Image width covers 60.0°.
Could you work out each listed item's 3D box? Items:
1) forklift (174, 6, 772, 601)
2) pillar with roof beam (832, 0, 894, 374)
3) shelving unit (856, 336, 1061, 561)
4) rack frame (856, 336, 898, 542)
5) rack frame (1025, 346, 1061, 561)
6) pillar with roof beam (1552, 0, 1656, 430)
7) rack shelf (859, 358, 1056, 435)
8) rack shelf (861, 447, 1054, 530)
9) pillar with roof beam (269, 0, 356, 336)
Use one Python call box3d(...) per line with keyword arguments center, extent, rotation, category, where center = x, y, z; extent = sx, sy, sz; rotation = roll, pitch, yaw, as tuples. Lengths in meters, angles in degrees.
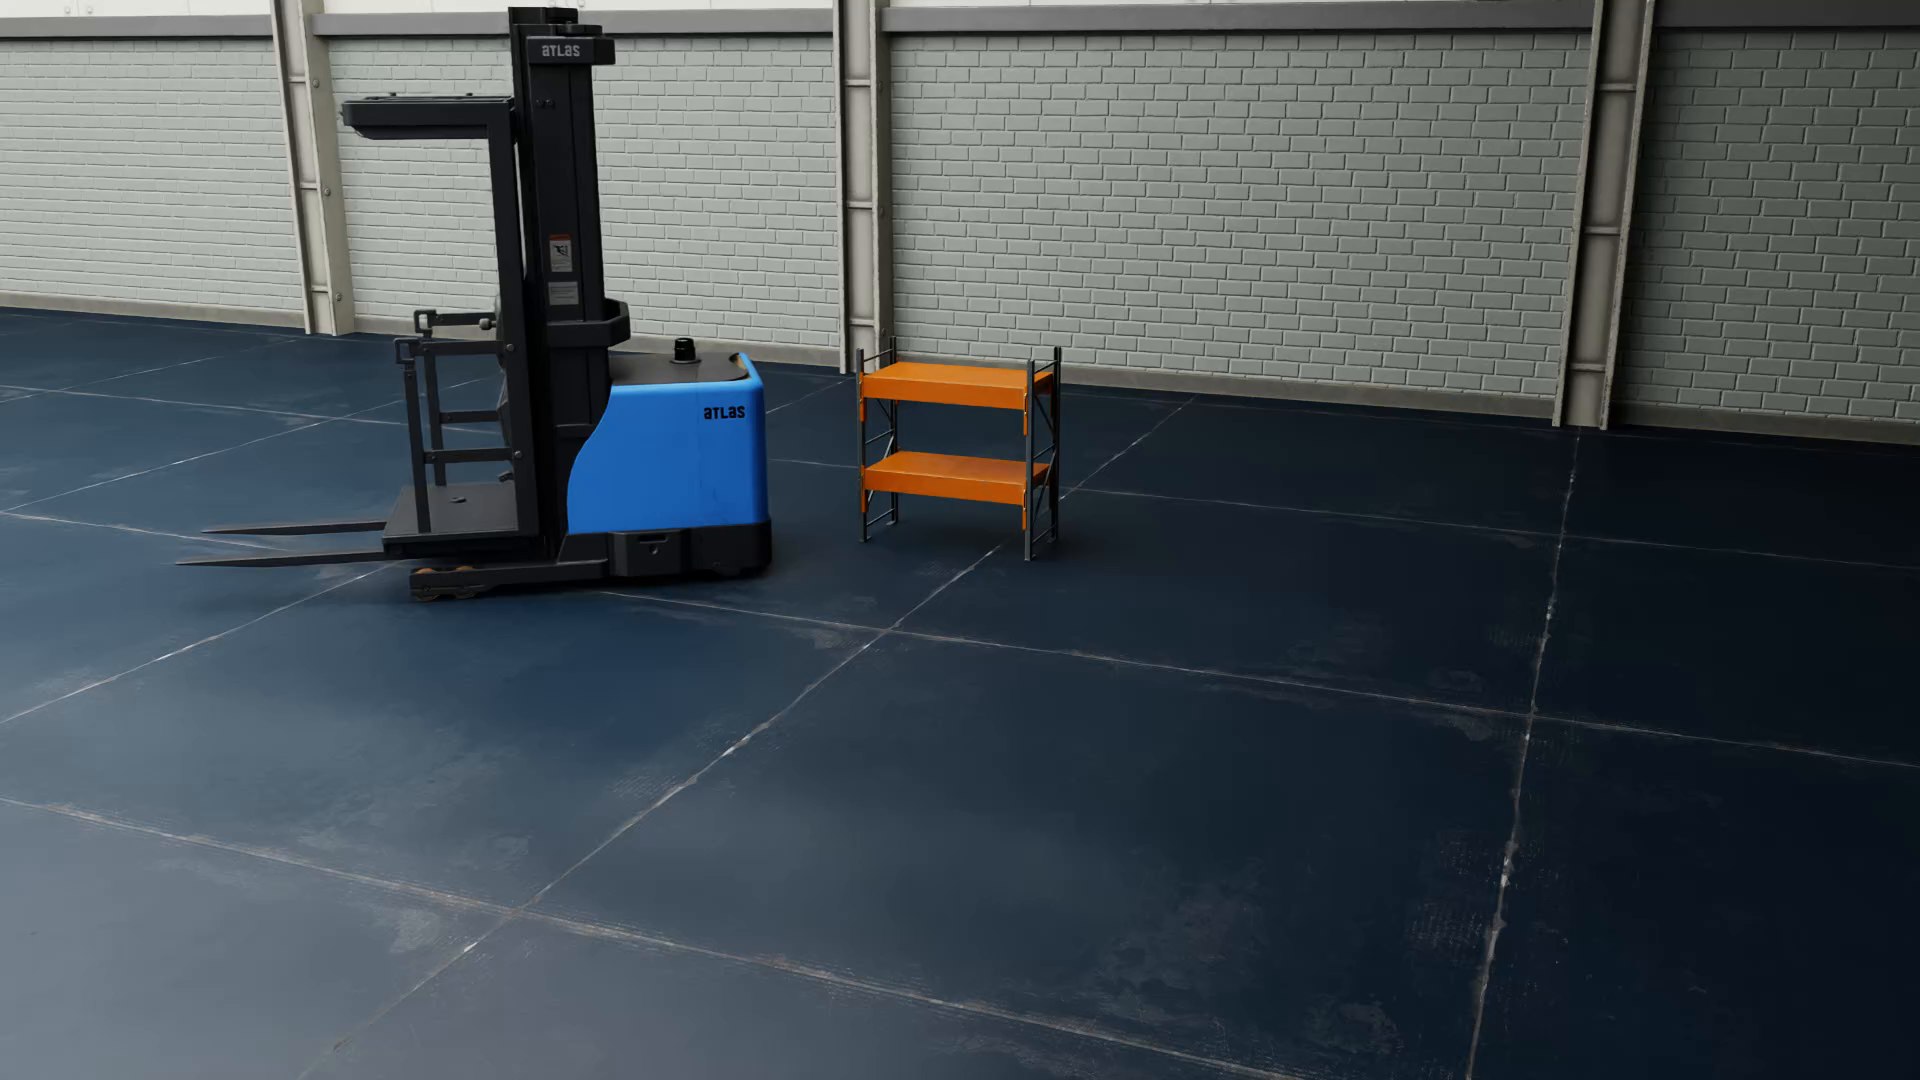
box3d(center=(-2.589, -1.253, 8.733), extent=(3.031, 2.935, 1.130), rotation=(-3, 17, -12), category="forklift")
box3d(center=(-2.408, -4.708, 9.749), extent=(0.400, 9.000, 9.100), rotation=(6, 17, 21), category="pillar with roof beam")
box3d(center=(-0.006, -0.541, 9.519), extent=(1.048, 1.125, 0.538), rotation=(6, 17, 21), category="shelving unit")
box3d(center=(-0.479, -0.593, 9.698), extent=(0.032, 1.125, 0.500), rotation=(6, 17, 21), category="rack frame")
box3d(center=(0.467, -0.489, 9.340), extent=(0.032, 1.125, 0.500), rotation=(6, 17, 21), category="rack frame")
box3d(center=(3.173, -4.094, 7.635), extent=(0.400, 9.000, 9.100), rotation=(6, 17, 21), category="pillar with roof beam")
box3d(center=(-0.006, -0.822, 9.438), extent=(1.000, 0.278, 0.538), rotation=(6, 17, 21), category="rack shelf")
box3d(center=(-0.006, -0.306, 9.587), extent=(1.000, 0.278, 0.538), rotation=(6, 17, 21), category="rack shelf")
box3d(center=(-7.990, -5.322, 11.864), extent=(0.400, 9.000, 9.100), rotation=(6, 17, 21), category="pillar with roof beam")
